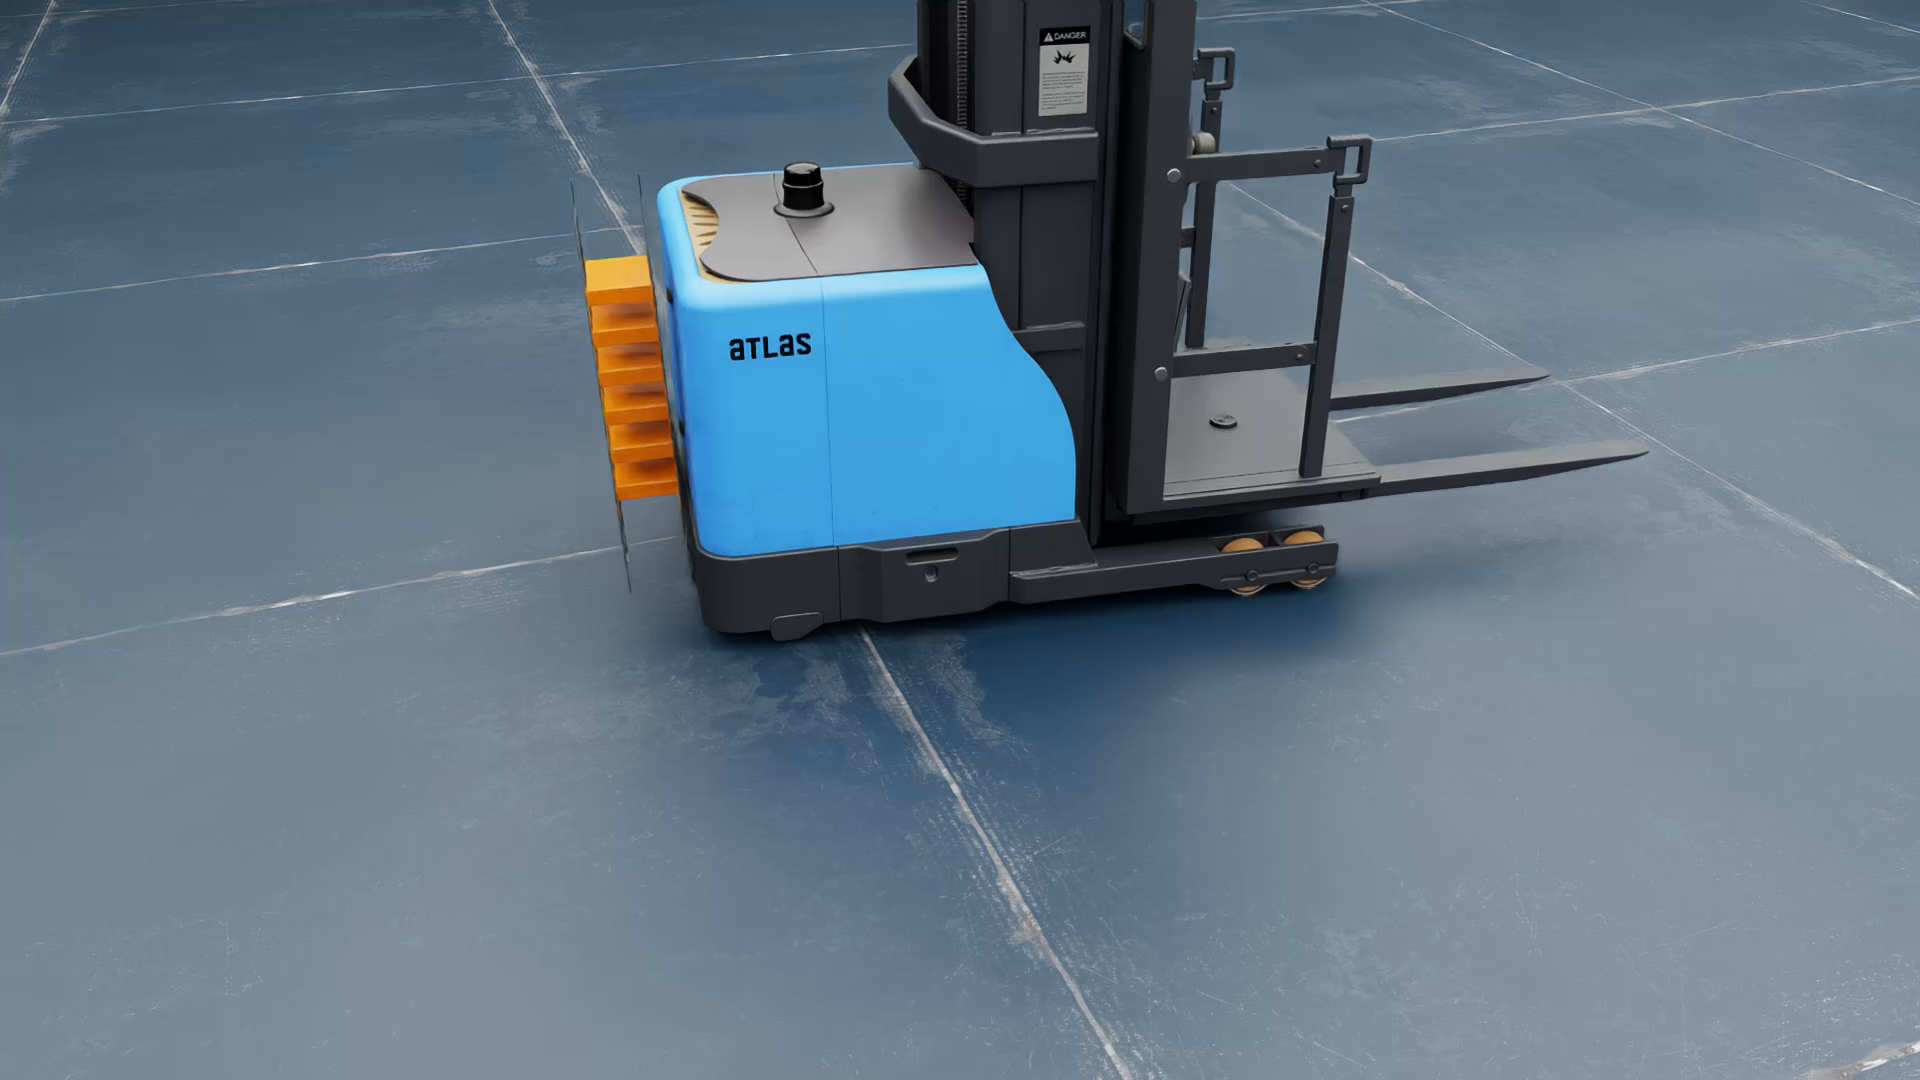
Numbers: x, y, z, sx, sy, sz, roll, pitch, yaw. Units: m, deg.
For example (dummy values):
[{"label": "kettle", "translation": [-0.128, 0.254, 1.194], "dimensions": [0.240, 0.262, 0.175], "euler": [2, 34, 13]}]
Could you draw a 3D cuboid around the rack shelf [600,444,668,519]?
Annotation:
[{"label": "rack shelf", "translation": [-0.961, -0.179, 4.913], "dimensions": [0.180, 0.103, 0.258], "euler": [-9, 30, -6]}]

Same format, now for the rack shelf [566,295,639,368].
[{"label": "rack shelf", "translation": [-1.000, -0.592, 4.671], "dimensions": [0.180, 0.103, 0.258], "euler": [-9, 30, -6]}]

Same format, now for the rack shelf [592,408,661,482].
[{"label": "rack shelf", "translation": [-0.971, -0.282, 4.852], "dimensions": [0.180, 0.103, 0.258], "euler": [-9, 30, -6]}]

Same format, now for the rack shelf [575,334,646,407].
[{"label": "rack shelf", "translation": [-0.991, -0.489, 4.731], "dimensions": [0.180, 0.103, 0.258], "euler": [-9, 30, -6]}]

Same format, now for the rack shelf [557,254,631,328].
[{"label": "rack shelf", "translation": [-1.010, -0.695, 4.610], "dimensions": [0.180, 0.103, 0.258], "euler": [-9, 30, -6]}]

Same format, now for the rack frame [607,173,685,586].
[{"label": "rack frame", "translation": [-0.894, -0.437, 4.778], "dimensions": [0.006, 1.200, 0.240], "euler": [-9, 30, -6]}]

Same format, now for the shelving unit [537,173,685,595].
[{"label": "shelving unit", "translation": [-0.984, -0.424, 4.769], "dimensions": [0.189, 1.200, 0.258], "euler": [-9, 30, -6]}]

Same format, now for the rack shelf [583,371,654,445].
[{"label": "rack shelf", "translation": [-0.981, -0.386, 4.792], "dimensions": [0.180, 0.103, 0.258], "euler": [-9, 30, -6]}]

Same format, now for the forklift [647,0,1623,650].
[{"label": "forklift", "translation": [0.639, -1.385, 4.720], "dimensions": [3.031, 2.935, 1.130], "euler": [-9, 31, -15]}]

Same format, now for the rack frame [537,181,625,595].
[{"label": "rack frame", "translation": [-1.075, -0.410, 4.760], "dimensions": [0.006, 1.200, 0.240], "euler": [-9, 30, -6]}]
